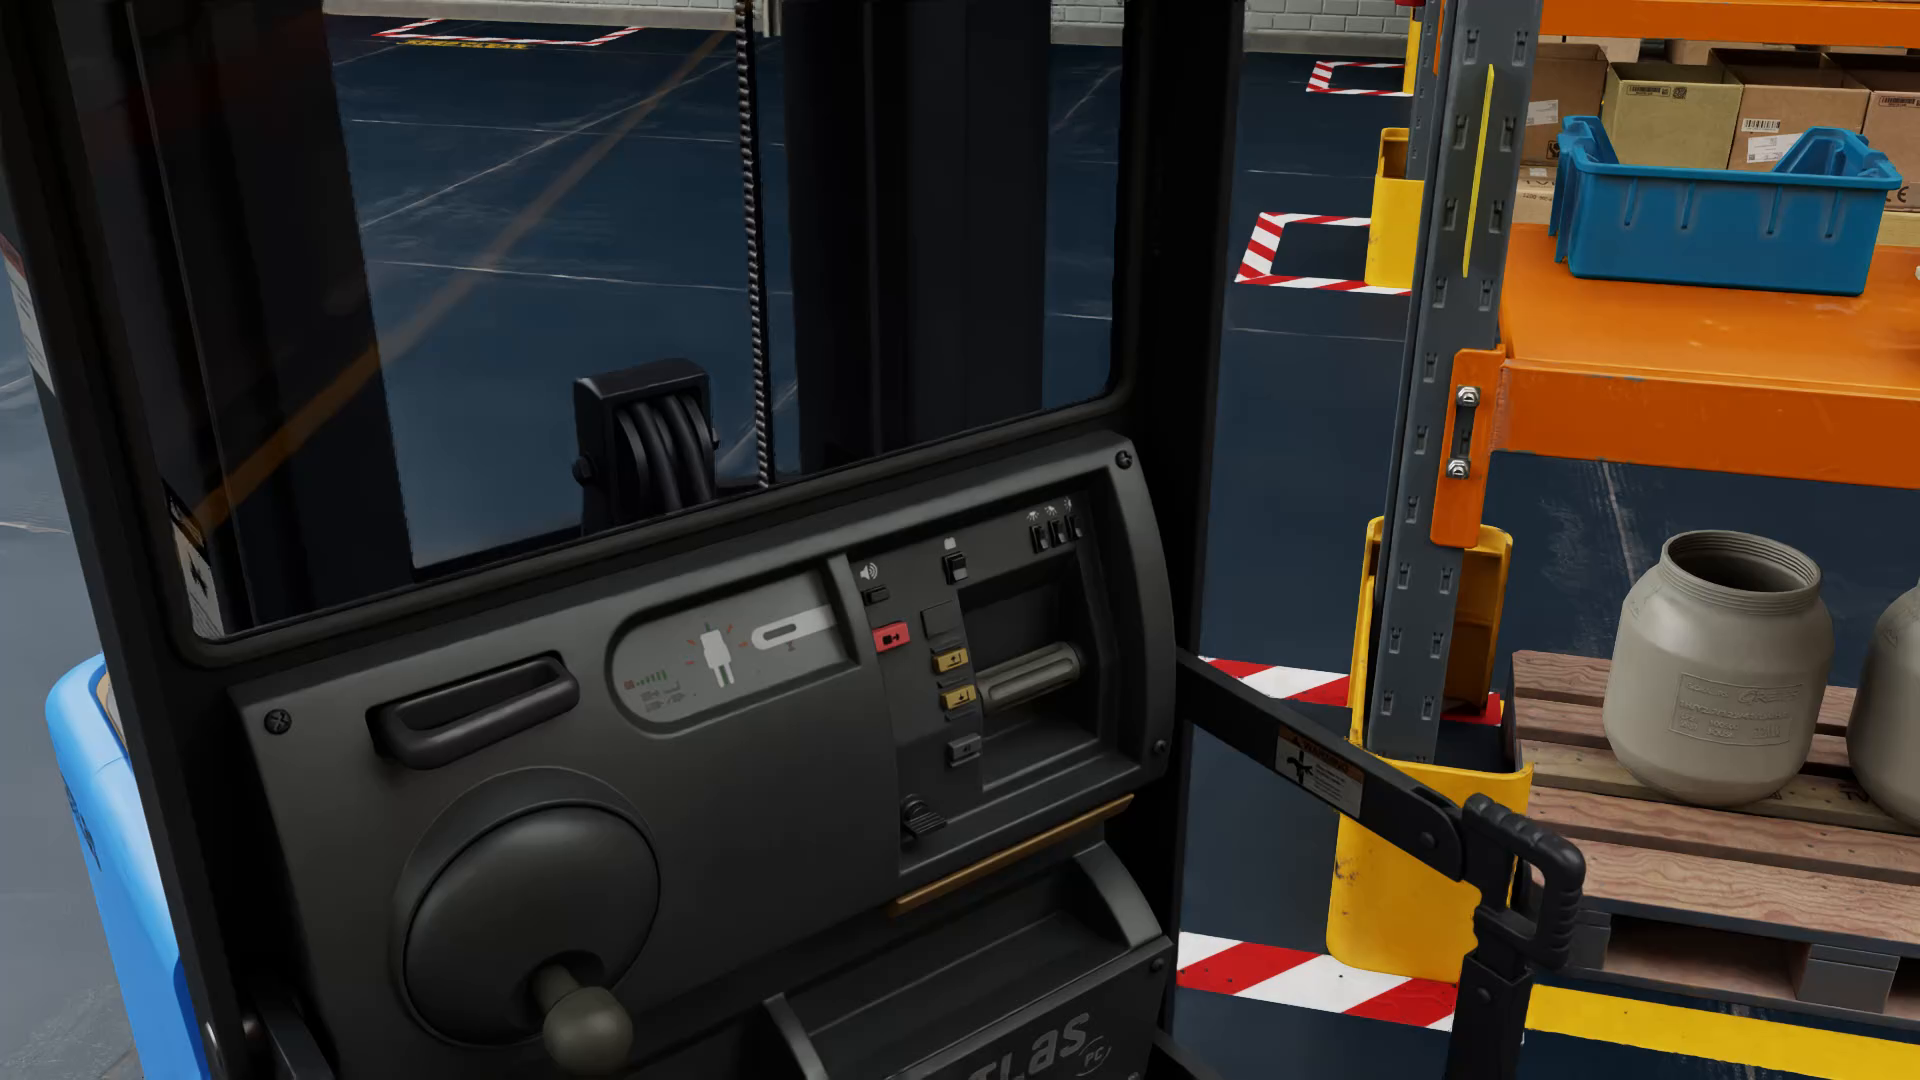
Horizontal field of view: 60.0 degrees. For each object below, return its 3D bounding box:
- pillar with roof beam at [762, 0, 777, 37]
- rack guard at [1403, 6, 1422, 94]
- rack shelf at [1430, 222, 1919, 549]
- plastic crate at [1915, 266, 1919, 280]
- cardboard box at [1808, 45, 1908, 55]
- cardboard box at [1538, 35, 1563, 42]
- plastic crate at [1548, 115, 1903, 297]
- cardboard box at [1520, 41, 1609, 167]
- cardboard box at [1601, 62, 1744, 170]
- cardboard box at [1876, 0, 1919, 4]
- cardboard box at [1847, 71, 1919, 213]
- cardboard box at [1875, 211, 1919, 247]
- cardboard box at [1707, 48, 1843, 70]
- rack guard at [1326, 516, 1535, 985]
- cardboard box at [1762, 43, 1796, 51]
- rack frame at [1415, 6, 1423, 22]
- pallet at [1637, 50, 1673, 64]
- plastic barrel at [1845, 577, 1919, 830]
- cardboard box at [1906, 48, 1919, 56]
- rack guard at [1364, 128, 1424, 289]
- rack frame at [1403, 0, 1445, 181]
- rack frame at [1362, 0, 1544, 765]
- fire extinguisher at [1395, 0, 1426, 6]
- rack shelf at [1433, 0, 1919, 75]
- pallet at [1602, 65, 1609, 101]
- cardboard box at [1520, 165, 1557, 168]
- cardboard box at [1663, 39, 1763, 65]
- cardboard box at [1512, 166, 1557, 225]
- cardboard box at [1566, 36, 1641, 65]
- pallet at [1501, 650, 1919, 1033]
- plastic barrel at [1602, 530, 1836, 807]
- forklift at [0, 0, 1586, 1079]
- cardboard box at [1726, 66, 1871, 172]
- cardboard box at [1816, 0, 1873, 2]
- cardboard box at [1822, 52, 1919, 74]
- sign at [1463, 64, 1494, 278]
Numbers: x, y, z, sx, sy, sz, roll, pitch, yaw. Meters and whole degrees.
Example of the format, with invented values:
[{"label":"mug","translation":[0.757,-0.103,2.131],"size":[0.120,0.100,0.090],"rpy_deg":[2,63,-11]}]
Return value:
[{"label":"pillar with roof beam","translation":[-2.545,-6.666,8.783],"size":[0.400,9.000,9.100],"rpy_deg":[6,26,13]},{"label":"rack guard","translation":[3.518,-3.685,12.409],"size":[0.348,0.500,1.175],"rpy_deg":[6,26,13]},{"label":"rack shelf","translation":[2.914,-0.158,2.930],"size":[4.000,0.370,1.077],"rpy_deg":[6,26,13]},{"label":"plastic crate","translation":[1.764,-0.349,2.799],"size":[0.250,0.136,0.298],"rpy_deg":[6,26,13]},{"label":"cardboard box","translation":[6.304,-3.558,11.630],"size":[0.500,0.500,0.500],"rpy_deg":[4,26,9]},{"label":"cardboard box","translation":[4.093,-3.695,12.138],"size":[0.500,0.311,0.500],"rpy_deg":[3,26,7]},{"label":"plastic crate","translation":[1.537,-0.701,3.406],"size":[0.616,0.251,0.499],"rpy_deg":[6,26,13]},{"label":"cardboard box","translation":[2.808,-2.112,8.035],"size":[0.500,0.500,0.500],"rpy_deg":[6,26,13]},{"label":"cardboard box","translation":[3.163,-1.843,7.470],"size":[0.500,0.500,0.500],"rpy_deg":[6,26,13]},{"label":"cardboard box","translation":[4.164,-2.584,7.072],"size":[0.500,0.500,0.700],"rpy_deg":[7,26,15]},{"label":"cardboard box","translation":[4.131,-1.734,7.241],"size":[0.500,0.500,0.500],"rpy_deg":[6,26,13]},{"label":"cardboard box","translation":[4.131,-1.396,7.403],"size":[0.500,0.250,0.500],"rpy_deg":[6,26,13]},{"label":"cardboard box","translation":[3.780,-2.011,7.823],"size":[0.500,0.500,0.500],"rpy_deg":[6,26,13]},{"label":"rack guard","translation":[1.063,0.420,3.787],"size":[0.348,0.500,1.175],"rpy_deg":[6,26,13]},{"label":"cardboard box","translation":[5.775,-3.485,11.884],"size":[0.250,0.149,0.380],"rpy_deg":[4,26,9]},{"label":"rack frame","translation":[3.445,-4.822,11.888],"size":[0.127,3.000,1.000],"rpy_deg":[6,26,13]},{"label":"pallet","translation":[5.474,-3.321,11.981],"size":[1.213,0.211,1.003],"rpy_deg":[6,26,13]},{"label":"plastic barrel","translation":[2.119,0.329,3.476],"size":[0.421,0.512,0.421],"rpy_deg":[0,25,0]},{"label":"cardboard box","translation":[6.793,-3.358,11.597],"size":[0.250,0.166,0.380],"rpy_deg":[3,26,6]},{"label":"rack guard","translation":[2.192,-1.633,8.099],"size":[0.348,0.500,1.175],"rpy_deg":[6,26,13]},{"label":"rack frame","translation":[2.215,-2.759,7.556],"size":[0.127,3.000,1.000],"rpy_deg":[6,26,13]},{"label":"rack frame","translation":[0.978,-0.697,3.225],"size":[0.127,3.000,1.000],"rpy_deg":[6,26,13]},{"label":"fire extinguisher","translation":[2.216,-2.930,8.005],"size":[0.183,0.674,0.296],"rpy_deg":[6,26,13]},{"label":"rack shelf","translation":[4.152,-2.220,7.261],"size":[4.000,0.370,1.077],"rpy_deg":[6,26,13]},{"label":"pallet","translation":[4.296,-3.453,12.257],"size":[1.213,0.211,1.003],"rpy_deg":[6,26,13]},{"label":"cardboard box","translation":[2.808,-1.773,8.194],"size":[0.500,0.250,0.500],"rpy_deg":[6,26,13]},{"label":"cardboard box","translation":[5.343,-3.620,11.760],"size":[0.500,0.500,0.700],"rpy_deg":[5,26,10]},{"label":"cardboard box","translation":[2.679,-1.557,7.742],"size":[0.500,0.250,0.500],"rpy_deg":[6,26,13]},{"label":"cardboard box","translation":[4.645,-3.634,12.009],"size":[0.500,0.311,0.500],"rpy_deg":[9,27,17]},{"label":"pallet","translation":[1.848,0.639,3.661],"size":[1.213,0.211,1.003],"rpy_deg":[6,26,13]},{"label":"plastic barrel","translation":[1.634,0.275,3.589],"size":[0.421,0.512,0.421],"rpy_deg":[0,25,0]},{"label":"forklift","translation":[-0.036,0.205,1.411],"size":[1.130,2.935,3.031],"rpy_deg":[-18,31,-33]},{"label":"cardboard box","translation":[3.651,-1.795,7.368],"size":[0.500,0.500,0.500],"rpy_deg":[6,26,13]},{"label":"cardboard box","translation":[3.653,-2.639,7.188],"size":[0.500,0.500,0.700],"rpy_deg":[6,26,13]},{"label":"cardboard box","translation":[4.264,-1.957,7.709],"size":[0.500,0.500,0.500],"rpy_deg":[6,26,13]},{"label":"sign","translation":[0.836,-0.594,2.686],"size":[0.005,0.325,0.100],"rpy_deg":[6,26,13]}]
